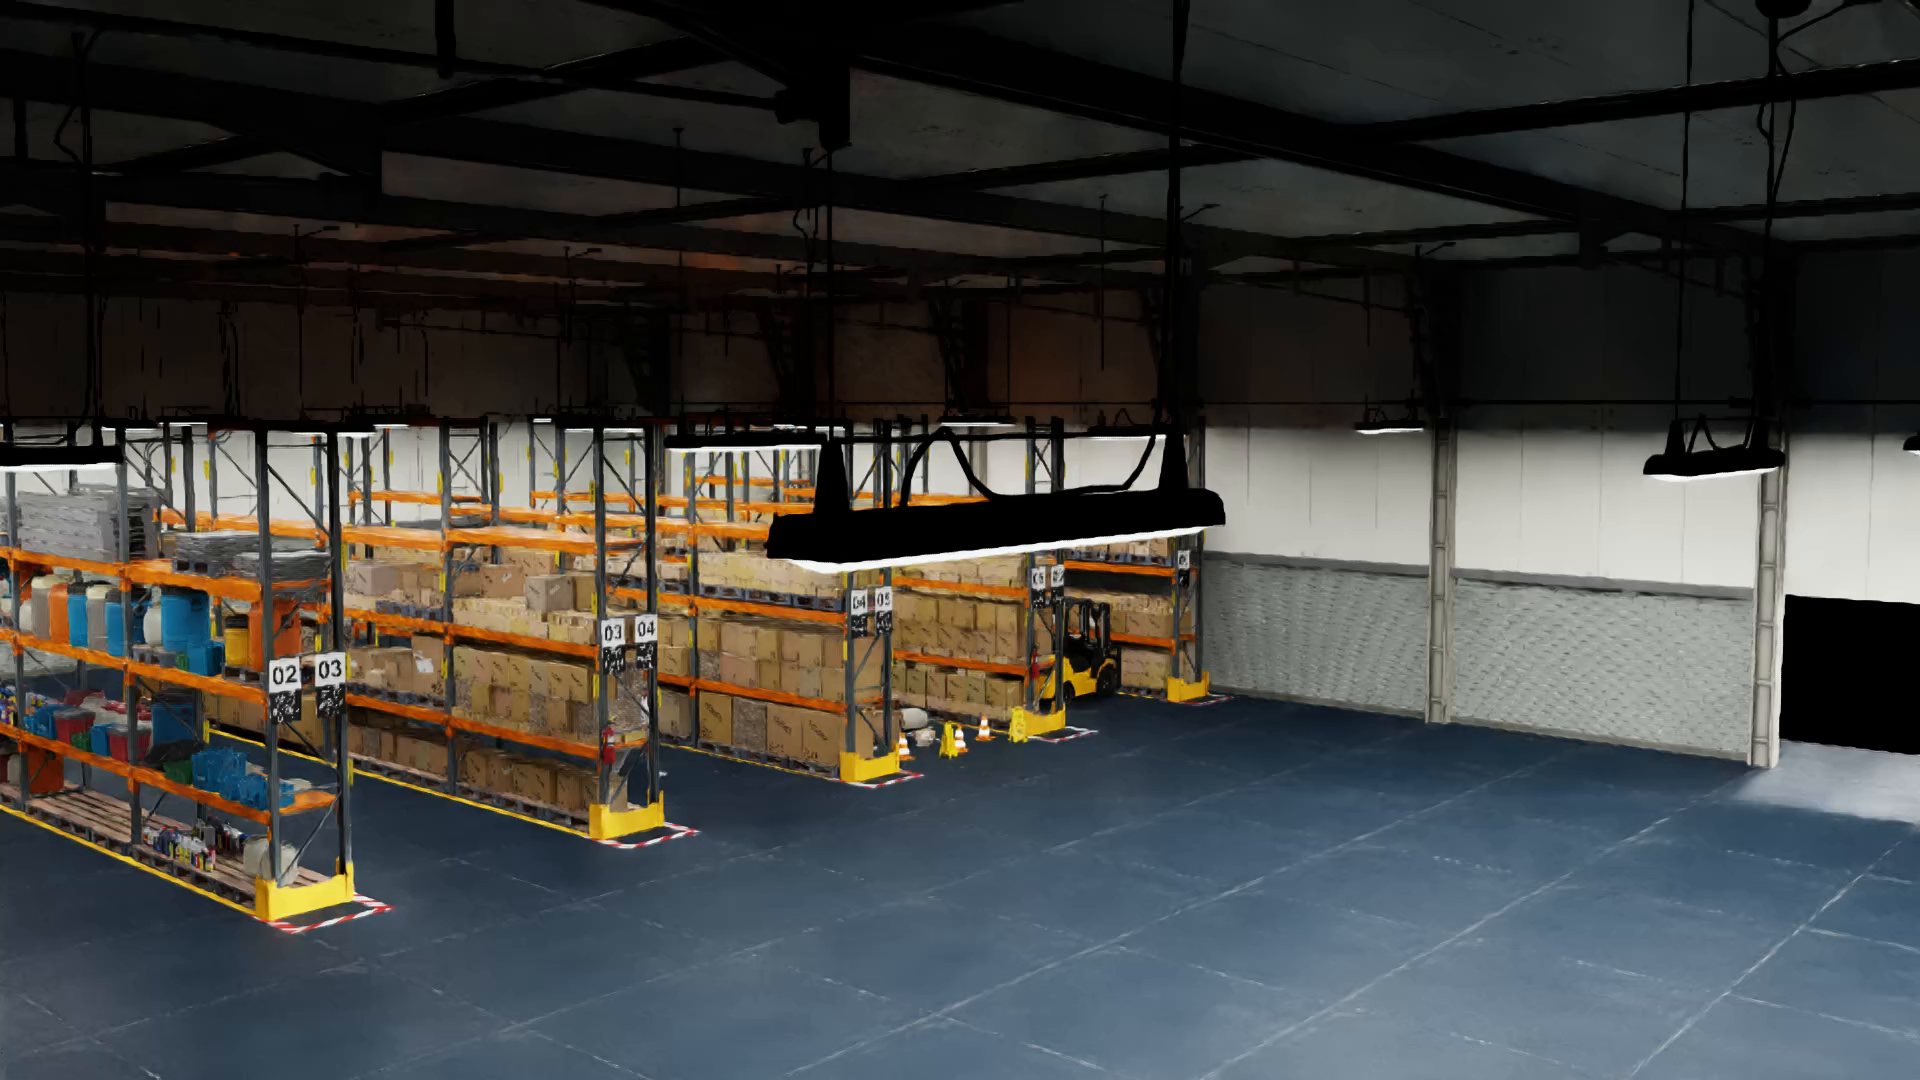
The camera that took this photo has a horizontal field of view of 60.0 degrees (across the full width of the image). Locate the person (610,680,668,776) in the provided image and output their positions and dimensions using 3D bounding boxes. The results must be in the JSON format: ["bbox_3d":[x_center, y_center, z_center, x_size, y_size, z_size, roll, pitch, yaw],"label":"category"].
[{"bbox_3d":[-5.427,3.158,27.905,0.863,1.690,0.700,2,5,24],"label":"person"}]
